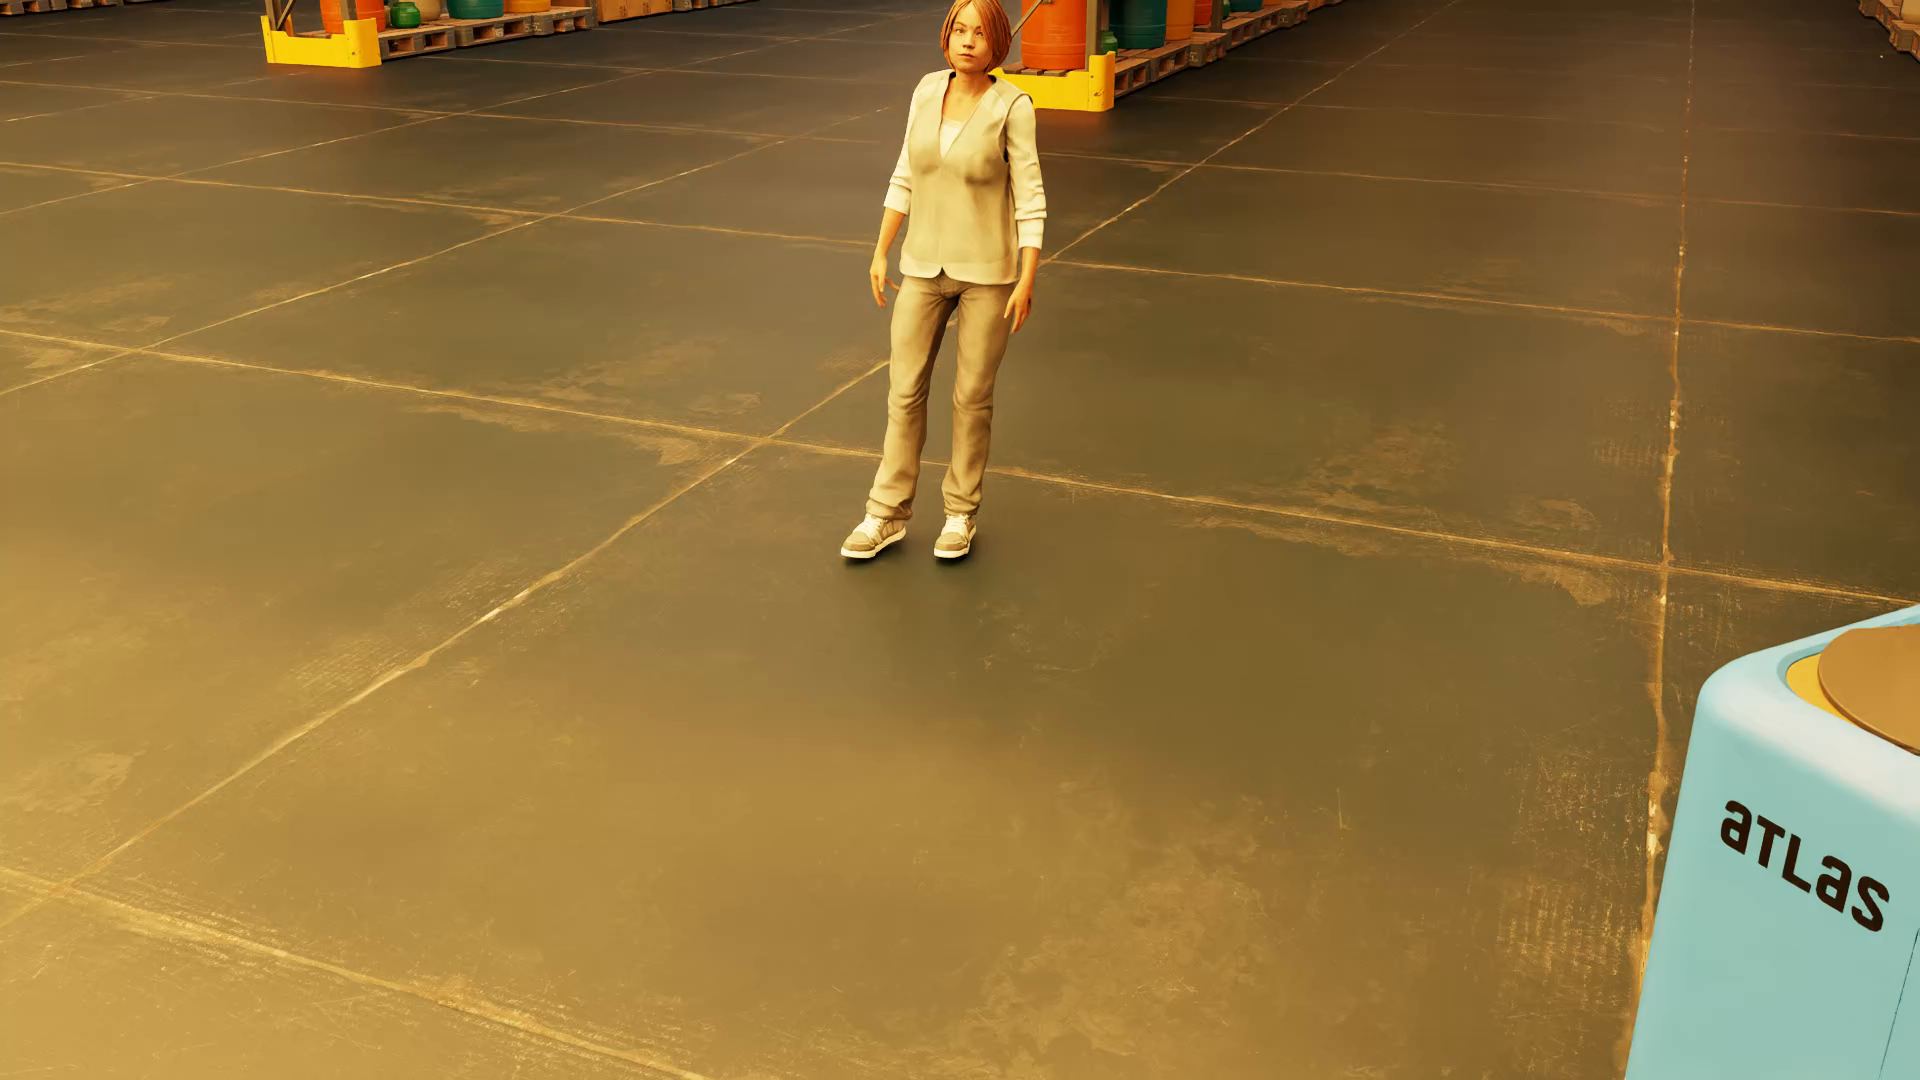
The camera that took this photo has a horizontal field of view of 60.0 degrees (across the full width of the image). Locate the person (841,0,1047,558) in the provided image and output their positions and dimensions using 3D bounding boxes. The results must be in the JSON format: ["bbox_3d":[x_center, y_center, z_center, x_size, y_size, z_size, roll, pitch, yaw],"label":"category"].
[{"bbox_3d":[-0.041,-0.719,4.725,0.521,1.596,0.475,9,24,21],"label":"person"}]
